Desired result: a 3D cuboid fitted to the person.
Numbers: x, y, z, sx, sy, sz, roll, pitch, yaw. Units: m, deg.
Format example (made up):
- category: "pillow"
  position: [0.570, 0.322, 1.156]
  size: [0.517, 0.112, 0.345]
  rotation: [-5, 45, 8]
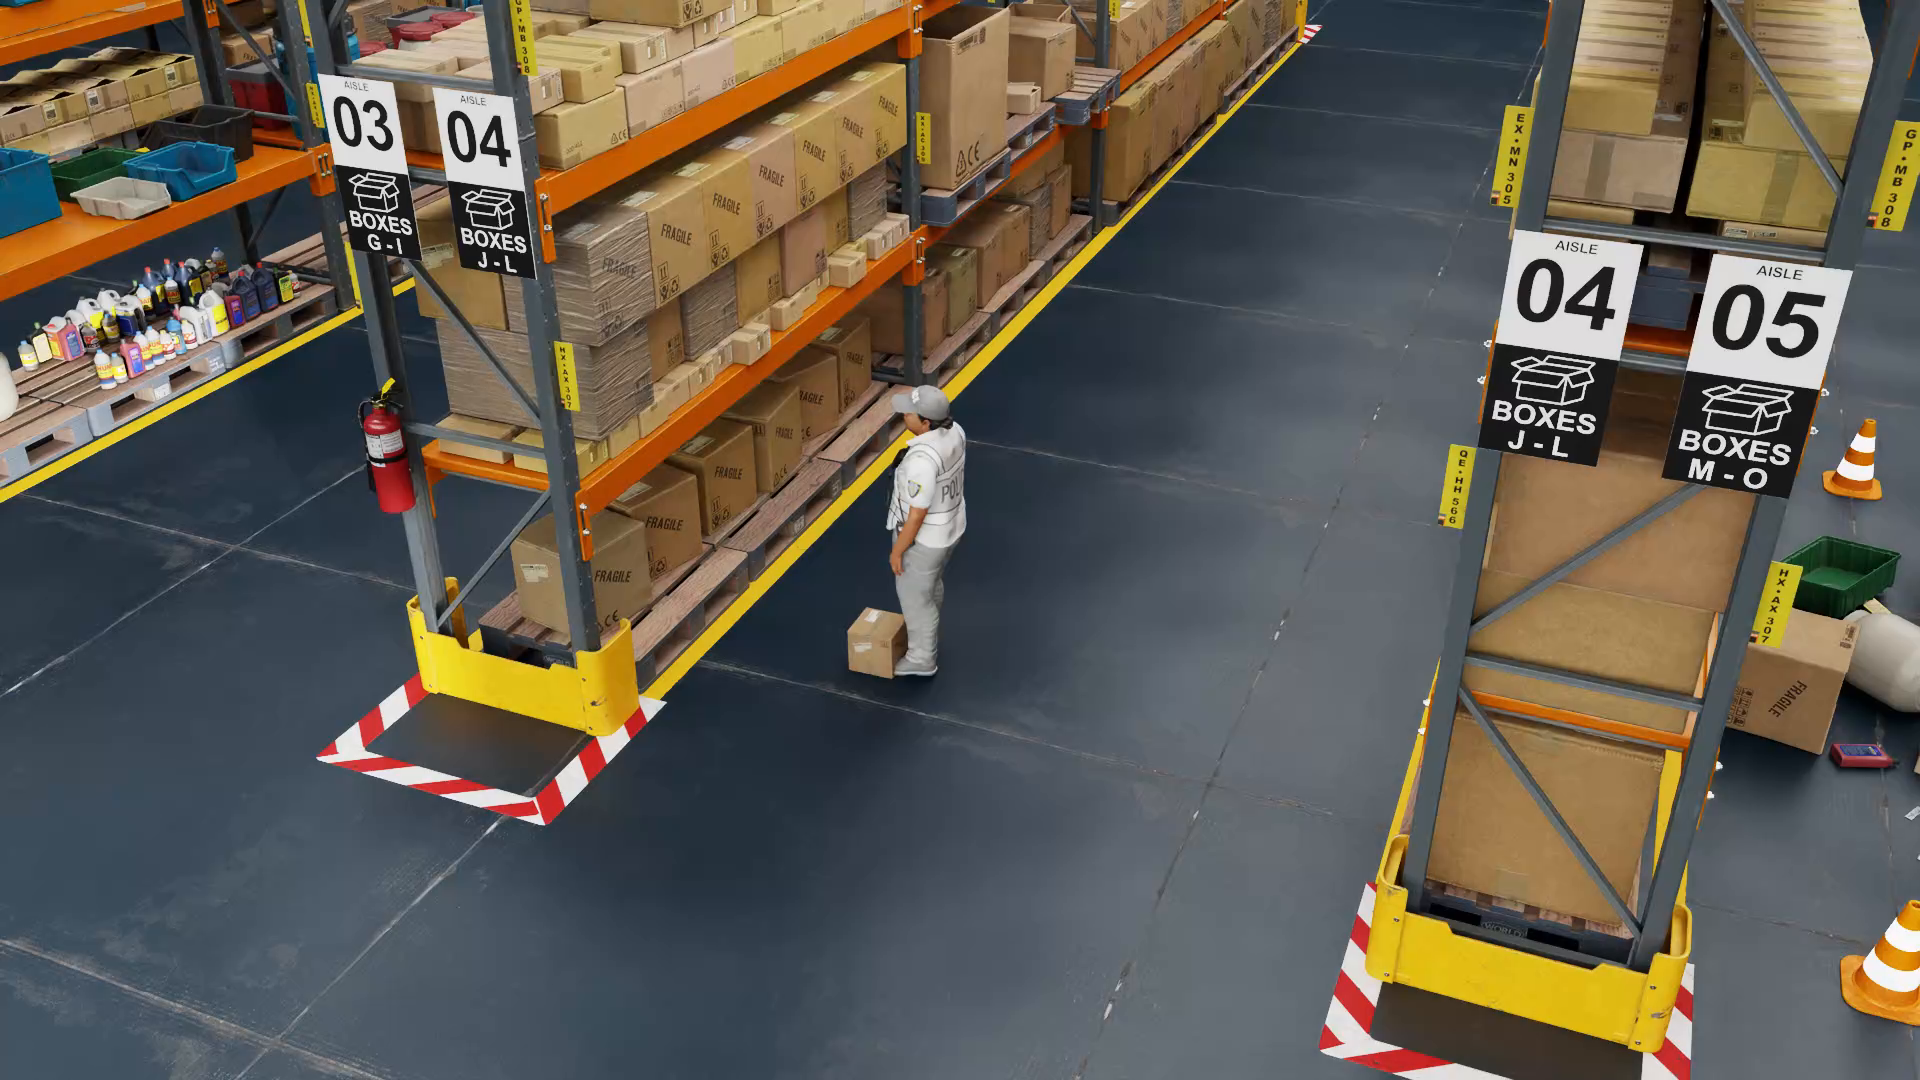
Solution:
- category: "person"
  position: [-0.240, -0.058, 8.469]
  size: [0.529, 1.670, 0.598]
  rotation: [11, 32, 19]
